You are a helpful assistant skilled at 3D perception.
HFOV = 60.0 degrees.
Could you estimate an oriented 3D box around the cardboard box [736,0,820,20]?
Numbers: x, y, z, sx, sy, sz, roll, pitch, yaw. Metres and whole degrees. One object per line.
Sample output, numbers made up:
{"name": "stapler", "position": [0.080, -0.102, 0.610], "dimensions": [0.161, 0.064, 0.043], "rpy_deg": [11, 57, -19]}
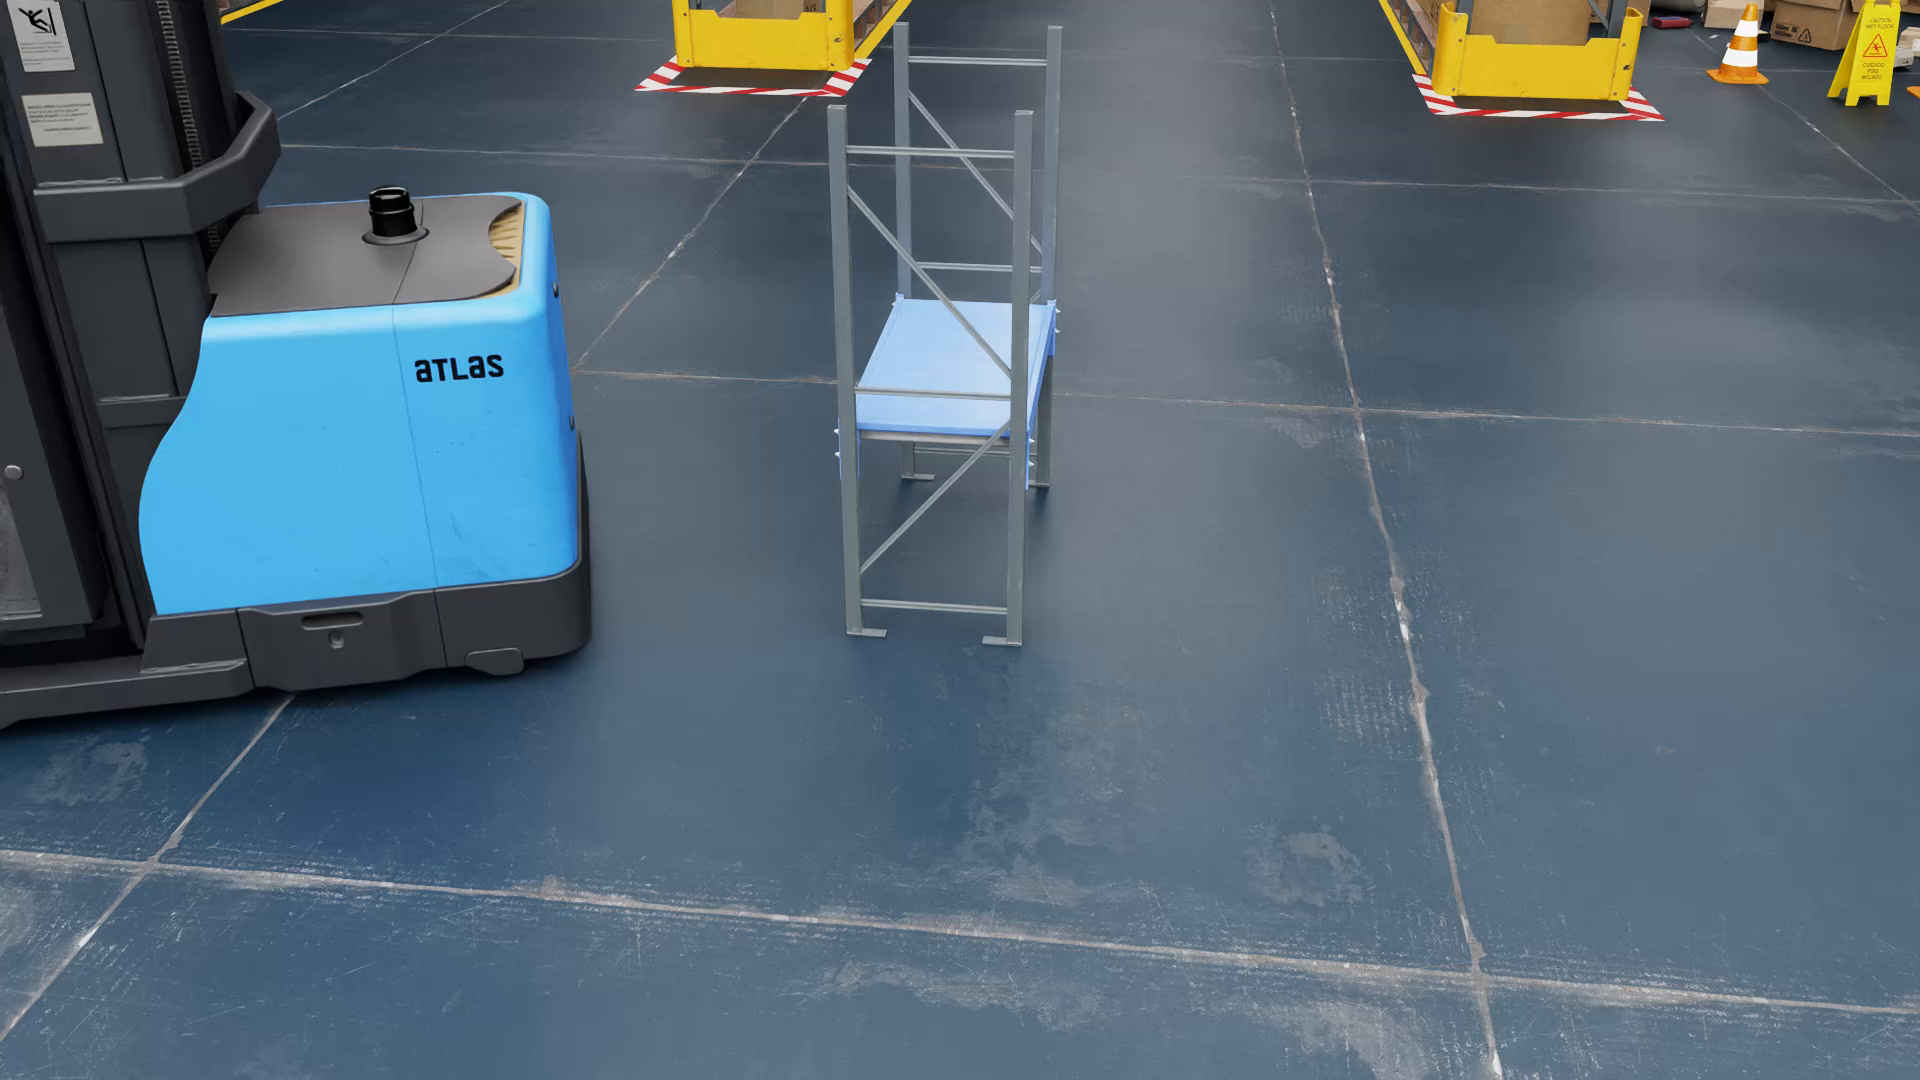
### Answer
{"name": "cardboard box", "position": [-1.225, -3.880, 11.481], "dimensions": [0.500, 0.500, 0.500], "rpy_deg": [9, 30, 16]}

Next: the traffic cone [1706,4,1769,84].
{"name": "traffic cone", "position": [5.067, -3.217, 10.733], "dimensions": [0.336, 0.463, 0.334], "rpy_deg": [3, 28, 6]}

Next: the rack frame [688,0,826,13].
{"name": "rack frame", "position": [-1.318, -4.502, 10.444], "dimensions": [1.000, 3.000, 0.127], "rpy_deg": [3, 28, 6]}

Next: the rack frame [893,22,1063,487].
{"name": "rack frame", "position": [0.052, -0.859, 5.264], "dimensions": [0.500, 1.500, 0.032], "rpy_deg": [3, 28, 6]}

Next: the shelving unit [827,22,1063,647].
{"name": "shelving unit", "position": [-0.010, -0.620, 4.820], "dimensions": [0.538, 1.500, 1.048], "rpy_deg": [3, 28, 6]}

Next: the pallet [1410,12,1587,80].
{"name": "pallet", "position": [3.613, -3.320, 11.189], "dimensions": [1.003, 0.211, 1.213], "rpy_deg": [3, 28, 6]}

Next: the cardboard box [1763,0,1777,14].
{"name": "cardboard box", "position": [6.326, -4.302, 12.561], "dimensions": [0.797, 0.637, 0.503], "rpy_deg": [3, 28, 6]}

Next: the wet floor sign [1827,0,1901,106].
{"name": "wet floor sign", "position": [5.554, -3.001, 10.140], "dimensions": [0.267, 0.644, 0.232], "rpy_deg": [-1, 28, -3]}

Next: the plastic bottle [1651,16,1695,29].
{"name": "plastic bottle", "position": [5.274, -3.825, 12.286], "dimensions": [0.283, 0.061, 0.133], "rpy_deg": [-6, 29, -11]}

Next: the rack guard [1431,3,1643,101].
{"name": "rack guard", "position": [3.589, -3.055, 10.393], "dimensions": [1.175, 0.500, 0.348], "rpy_deg": [3, 28, 6]}

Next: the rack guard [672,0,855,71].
{"name": "rack guard", "position": [-1.309, -3.437, 11.103], "dimensions": [1.175, 0.500, 0.348], "rpy_deg": [3, 28, 6]}

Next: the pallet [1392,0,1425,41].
{"name": "pallet", "position": [3.765, -3.892, 12.252], "dimensions": [1.003, 0.211, 1.213], "rpy_deg": [3, 28, 6]}

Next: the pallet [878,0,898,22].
{"name": "pallet", "position": [-1.022, -4.263, 12.941], "dimensions": [1.003, 0.211, 1.213], "rpy_deg": [3, 28, 6]}

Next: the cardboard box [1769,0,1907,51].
{"name": "cardboard box", "position": [6.220, -3.801, 11.775], "dimensions": [0.797, 0.503, 0.637], "rpy_deg": [-17, 33, -29]}

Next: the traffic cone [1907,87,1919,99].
{"name": "traffic cone", "position": [6.147, -2.991, 10.314], "dimensions": [0.336, 0.463, 0.334], "rpy_deg": [3, 28, 6]}

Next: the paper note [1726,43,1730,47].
{"name": "paper note", "position": [5.464, -3.478, 11.676], "dimensions": [0.144, 0.017, 0.142], "rpy_deg": [14, 31, 24]}

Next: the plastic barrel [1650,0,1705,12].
{"name": "plastic barrel", "position": [5.466, -4.292, 12.770], "dimensions": [0.421, 0.421, 0.512], "rpy_deg": [-24, 36, -37]}

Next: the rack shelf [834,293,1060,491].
{"name": "rack shelf", "position": [-0.010, -0.462, 4.905], "dimensions": [0.538, 0.185, 1.000], "rpy_deg": [3, 28, 6]}

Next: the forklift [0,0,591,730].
{"name": "forklift", "position": [-2.593, -1.018, 4.050], "dimensions": [3.031, 2.935, 1.130], "rpy_deg": [-6, 29, -10]}

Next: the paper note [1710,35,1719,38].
{"name": "paper note", "position": [5.426, -3.623, 11.964], "dimensions": [0.032, 0.001, 0.123], "rpy_deg": [20, 34, 32]}

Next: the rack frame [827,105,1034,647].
{"name": "rack frame", "position": [-0.073, -0.381, 4.376], "dimensions": [0.500, 1.500, 0.032], "rpy_deg": [3, 28, 6]}

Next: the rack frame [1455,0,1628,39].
{"name": "rack frame", "position": [3.592, -4.166, 9.821], "dimensions": [1.000, 3.000, 0.127], "rpy_deg": [3, 28, 6]}

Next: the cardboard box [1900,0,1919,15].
{"name": "cardboard box", "position": [7.526, -4.284, 12.673], "dimensions": [0.500, 0.500, 0.500], "rpy_deg": [-24, 36, -37]}

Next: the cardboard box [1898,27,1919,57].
{"name": "cardboard box", "position": [6.673, -3.405, 11.414], "dimensions": [0.380, 0.149, 0.250], "rpy_deg": [20, 34, 32]}

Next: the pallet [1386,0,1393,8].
{"name": "pallet", "position": [3.912, -4.468, 13.321], "dimensions": [1.003, 0.211, 1.213], "rpy_deg": [3, 28, 6]}

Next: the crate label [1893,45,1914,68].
{"name": "crate label", "position": [6.181, -3.222, 11.085], "dimensions": [0.250, 0.136, 0.298], "rpy_deg": [-11, 30, -20]}

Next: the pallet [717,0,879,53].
{"name": "pallet", "position": [-1.174, -3.691, 11.878], "dimensions": [1.003, 0.211, 1.213], "rpy_deg": [3, 28, 6]}

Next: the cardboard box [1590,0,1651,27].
{"name": "cardboard box", "position": [4.911, -4.160, 12.441], "dimensions": [0.500, 0.500, 0.500], "rpy_deg": [8, 29, 15]}

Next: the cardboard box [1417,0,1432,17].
{"name": "cardboard box", "position": [3.716, -4.153, 11.594], "dimensions": [0.875, 0.875, 0.875], "rpy_deg": [3, 28, 5]}

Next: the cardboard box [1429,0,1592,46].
{"name": "cardboard box", "position": [3.610, -3.739, 10.825], "dimensions": [0.875, 0.875, 0.875], "rpy_deg": [4, 29, 6]}

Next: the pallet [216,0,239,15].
{"name": "pallet", "position": [-6.166, -3.983, 12.421], "dimensions": [1.003, 0.211, 1.213], "rpy_deg": [3, 28, 6]}

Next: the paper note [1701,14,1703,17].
{"name": "paper note", "position": [5.732, -3.993, 12.638], "dimensions": [0.172, 0.023, 0.155], "rpy_deg": [14, 31, 24]}

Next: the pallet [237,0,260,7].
{"name": "pallet", "position": [-6.014, -4.556, 13.484], "dimensions": [1.003, 0.211, 1.213], "rpy_deg": [3, 28, 6]}

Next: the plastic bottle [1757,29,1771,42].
{"name": "plastic bottle", "position": [5.665, -3.628, 11.920], "dimensions": [0.133, 0.061, 0.283], "rpy_deg": [-6, 29, -11]}

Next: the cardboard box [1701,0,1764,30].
{"name": "cardboard box", "position": [5.700, -3.929, 12.264], "dimensions": [0.396, 0.266, 0.258], "rpy_deg": [8, 29, 15]}
